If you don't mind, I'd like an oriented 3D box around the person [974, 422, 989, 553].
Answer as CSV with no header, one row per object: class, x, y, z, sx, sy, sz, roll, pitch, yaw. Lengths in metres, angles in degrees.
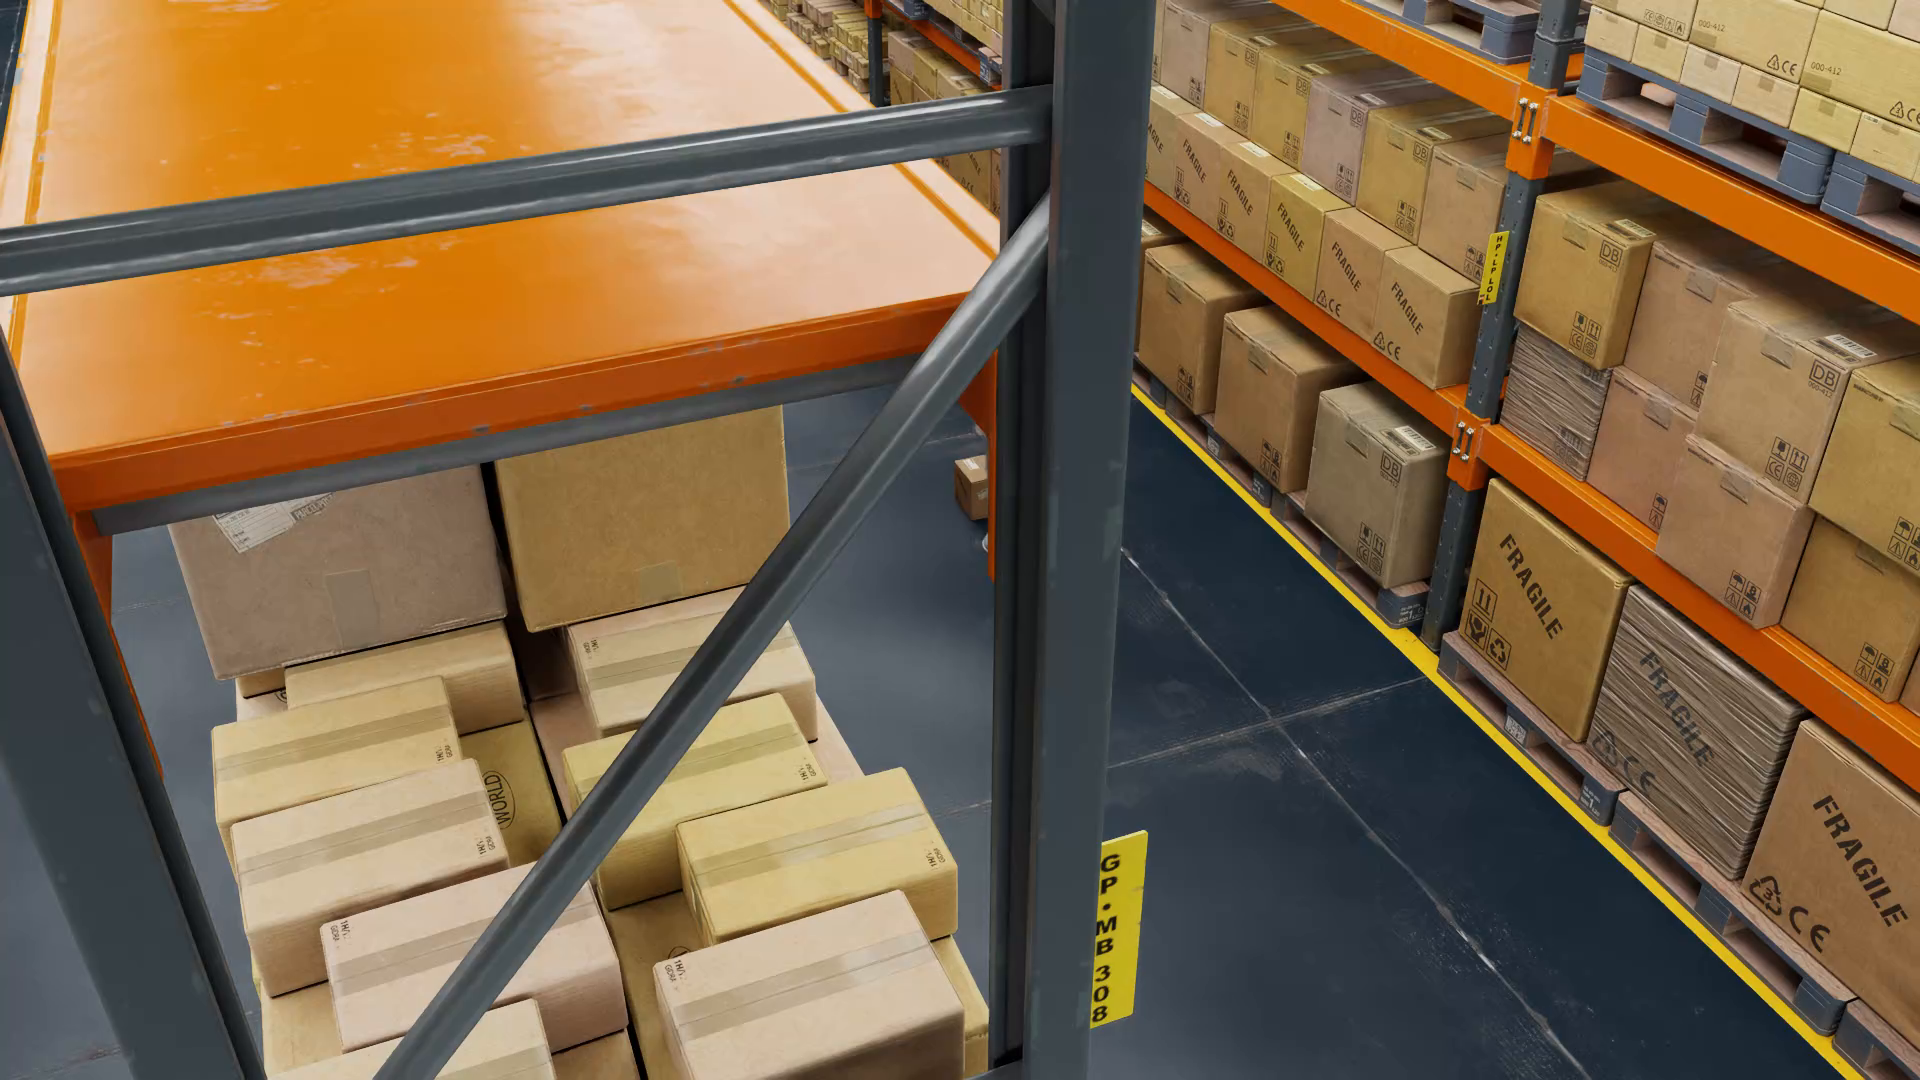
person,0.295,-0.630,8.481,0.476,1.659,0.338,-12,36,-18
